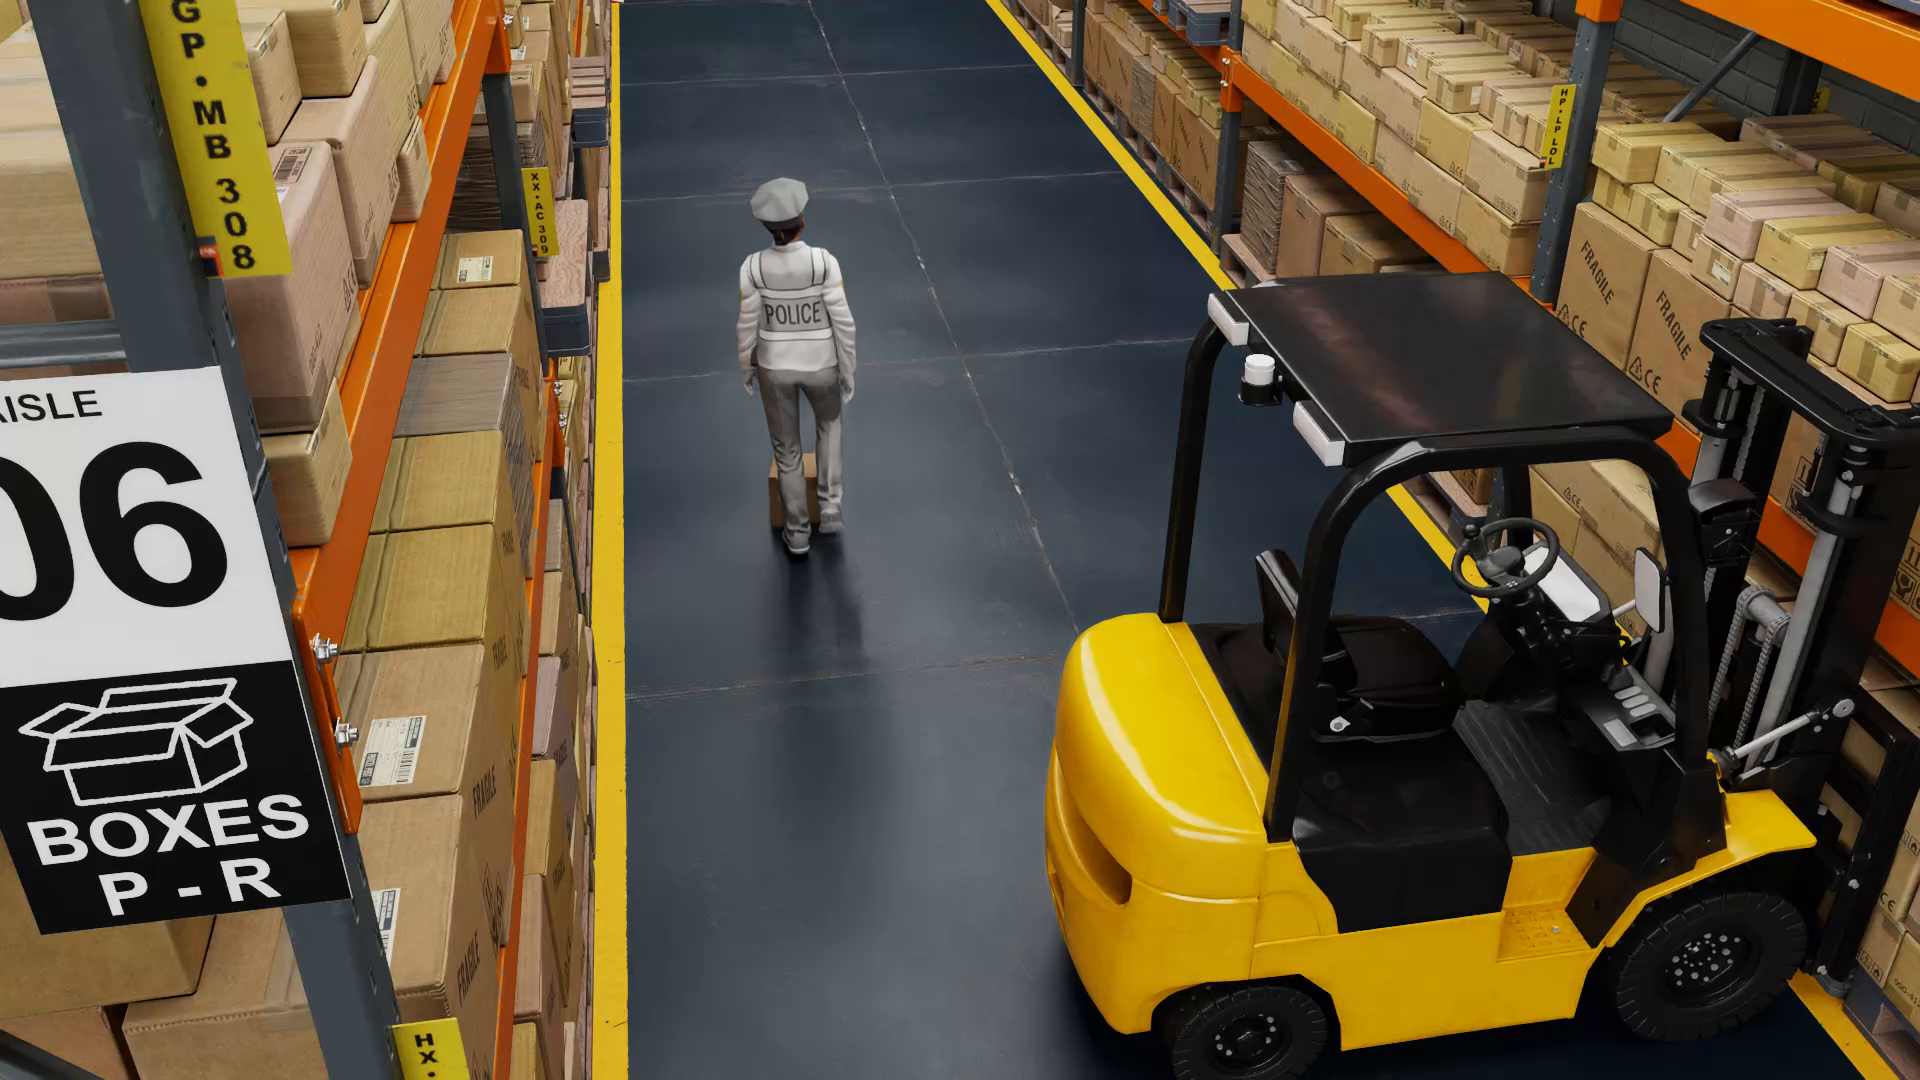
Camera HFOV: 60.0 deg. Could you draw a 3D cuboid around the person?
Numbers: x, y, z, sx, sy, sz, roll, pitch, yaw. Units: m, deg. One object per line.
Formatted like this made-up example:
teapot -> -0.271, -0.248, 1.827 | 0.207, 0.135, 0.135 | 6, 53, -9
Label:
person -> -0.713, -0.735, 7.308 | 0.513, 1.702, 0.410 | -4, 31, -6
